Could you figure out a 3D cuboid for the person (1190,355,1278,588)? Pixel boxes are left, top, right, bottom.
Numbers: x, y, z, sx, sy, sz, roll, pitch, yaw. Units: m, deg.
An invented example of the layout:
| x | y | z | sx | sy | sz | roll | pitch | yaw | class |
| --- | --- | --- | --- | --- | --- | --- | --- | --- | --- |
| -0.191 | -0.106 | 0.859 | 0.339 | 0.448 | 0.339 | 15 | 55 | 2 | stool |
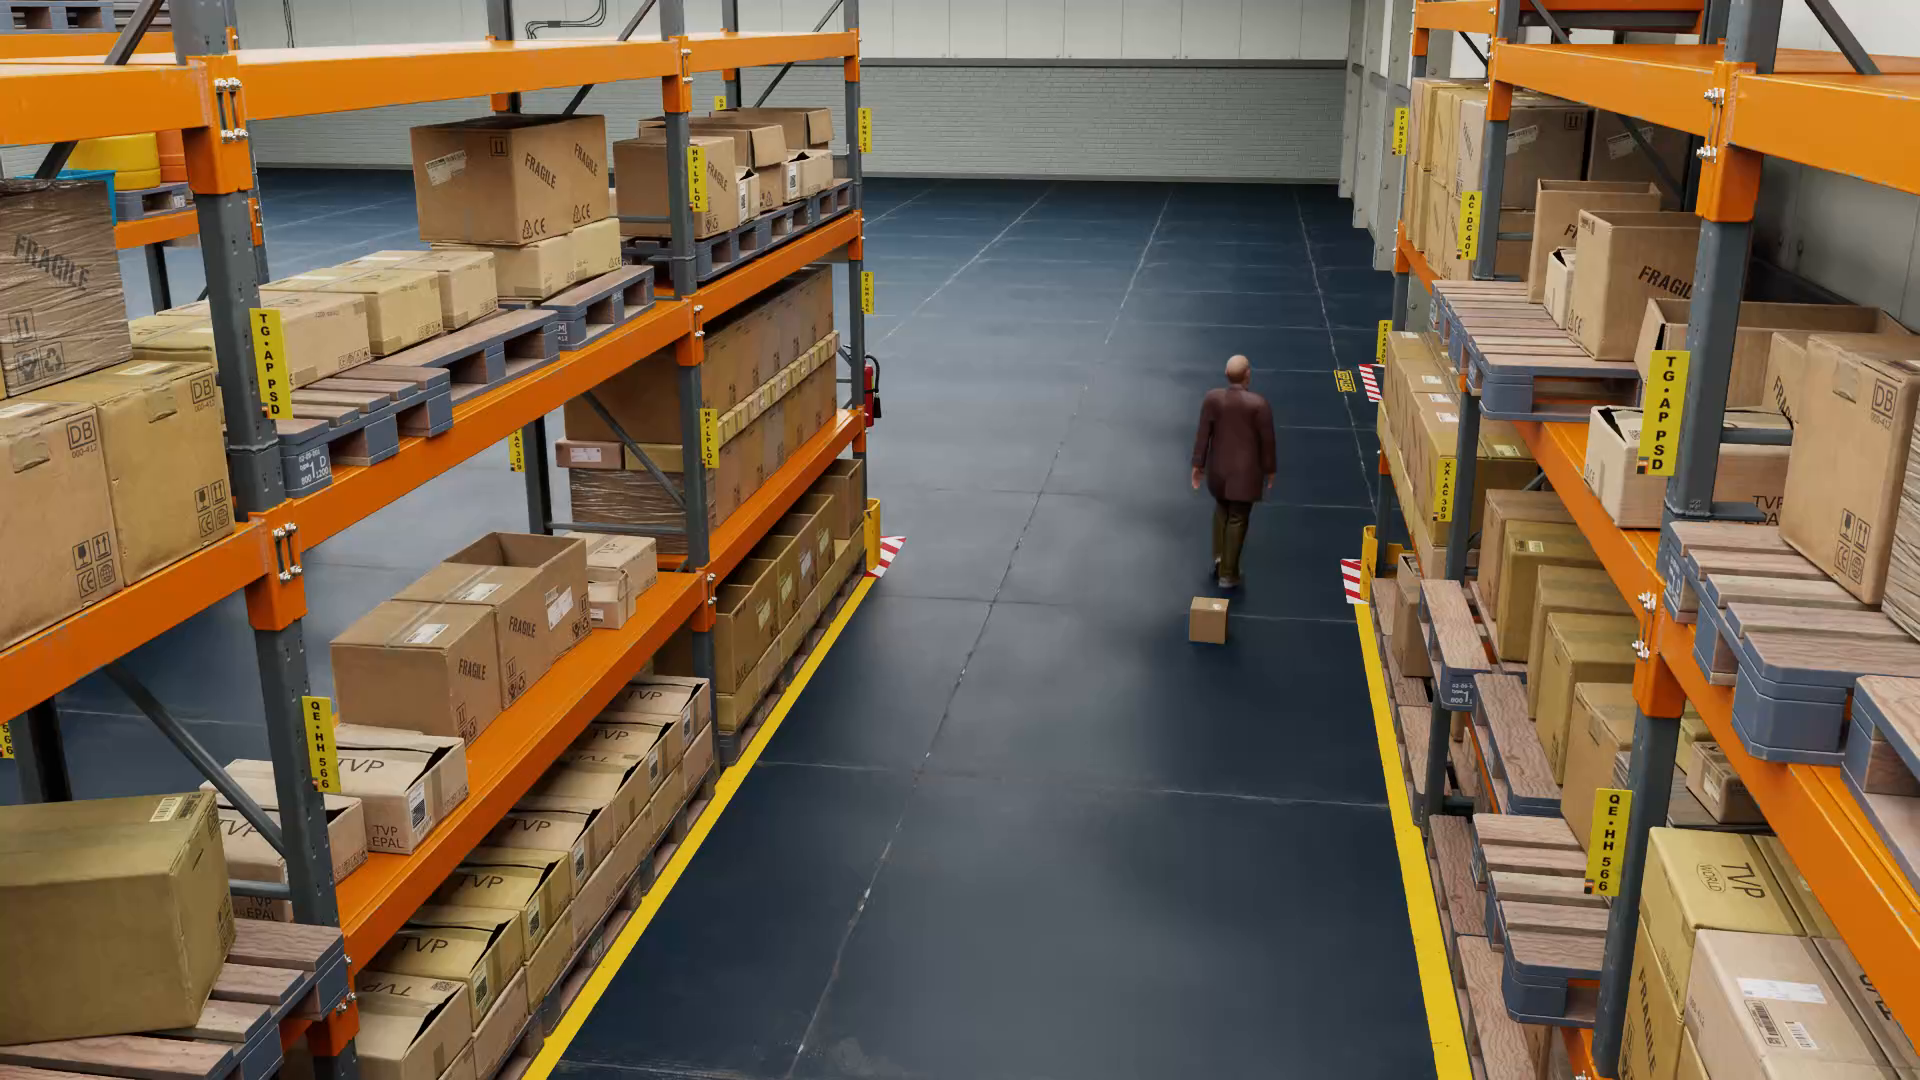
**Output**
| x | y | z | sx | sy | sz | roll | pitch | yaw | class |
| --- | --- | --- | --- | --- | --- | --- | --- | --- | --- |
| 2.091 | -0.505 | 12.695 | 0.631 | 1.842 | 0.580 | 10 | 20 | 28 | person |
